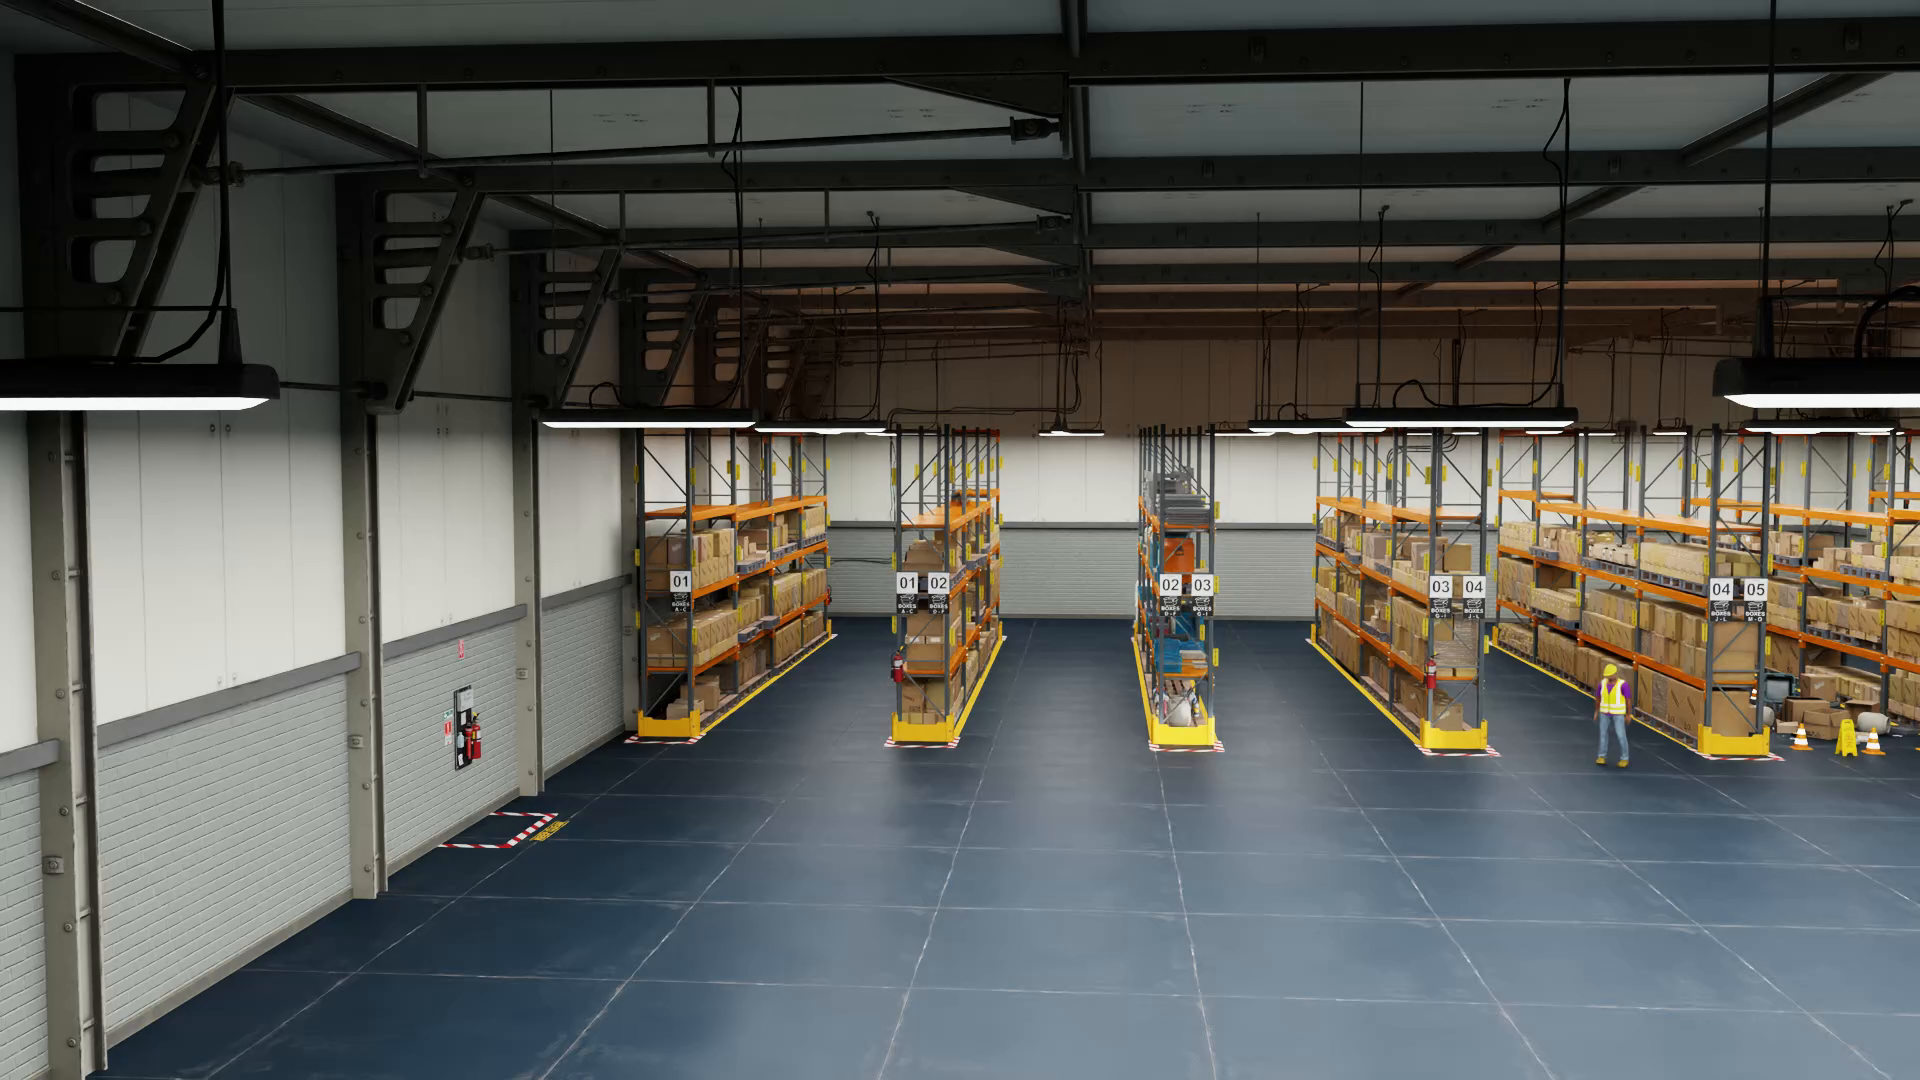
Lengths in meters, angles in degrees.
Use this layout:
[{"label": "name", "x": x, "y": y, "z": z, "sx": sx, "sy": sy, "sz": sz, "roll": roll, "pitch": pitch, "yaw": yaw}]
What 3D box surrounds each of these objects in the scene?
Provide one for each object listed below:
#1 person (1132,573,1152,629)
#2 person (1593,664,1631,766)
[{"label": "person", "x": 5.486, "y": 1.820, "z": 49.816, "sx": 0.592, "sy": 1.724, "sz": 1.156, "roll": 1, "pitch": 4, "yaw": 13}, {"label": "person", "x": 11.419, "y": 3.055, "z": 29.185, "sx": 0.627, "sy": 1.764, "sz": 0.415, "roll": 3, "pitch": 5, "yaw": 42}]
